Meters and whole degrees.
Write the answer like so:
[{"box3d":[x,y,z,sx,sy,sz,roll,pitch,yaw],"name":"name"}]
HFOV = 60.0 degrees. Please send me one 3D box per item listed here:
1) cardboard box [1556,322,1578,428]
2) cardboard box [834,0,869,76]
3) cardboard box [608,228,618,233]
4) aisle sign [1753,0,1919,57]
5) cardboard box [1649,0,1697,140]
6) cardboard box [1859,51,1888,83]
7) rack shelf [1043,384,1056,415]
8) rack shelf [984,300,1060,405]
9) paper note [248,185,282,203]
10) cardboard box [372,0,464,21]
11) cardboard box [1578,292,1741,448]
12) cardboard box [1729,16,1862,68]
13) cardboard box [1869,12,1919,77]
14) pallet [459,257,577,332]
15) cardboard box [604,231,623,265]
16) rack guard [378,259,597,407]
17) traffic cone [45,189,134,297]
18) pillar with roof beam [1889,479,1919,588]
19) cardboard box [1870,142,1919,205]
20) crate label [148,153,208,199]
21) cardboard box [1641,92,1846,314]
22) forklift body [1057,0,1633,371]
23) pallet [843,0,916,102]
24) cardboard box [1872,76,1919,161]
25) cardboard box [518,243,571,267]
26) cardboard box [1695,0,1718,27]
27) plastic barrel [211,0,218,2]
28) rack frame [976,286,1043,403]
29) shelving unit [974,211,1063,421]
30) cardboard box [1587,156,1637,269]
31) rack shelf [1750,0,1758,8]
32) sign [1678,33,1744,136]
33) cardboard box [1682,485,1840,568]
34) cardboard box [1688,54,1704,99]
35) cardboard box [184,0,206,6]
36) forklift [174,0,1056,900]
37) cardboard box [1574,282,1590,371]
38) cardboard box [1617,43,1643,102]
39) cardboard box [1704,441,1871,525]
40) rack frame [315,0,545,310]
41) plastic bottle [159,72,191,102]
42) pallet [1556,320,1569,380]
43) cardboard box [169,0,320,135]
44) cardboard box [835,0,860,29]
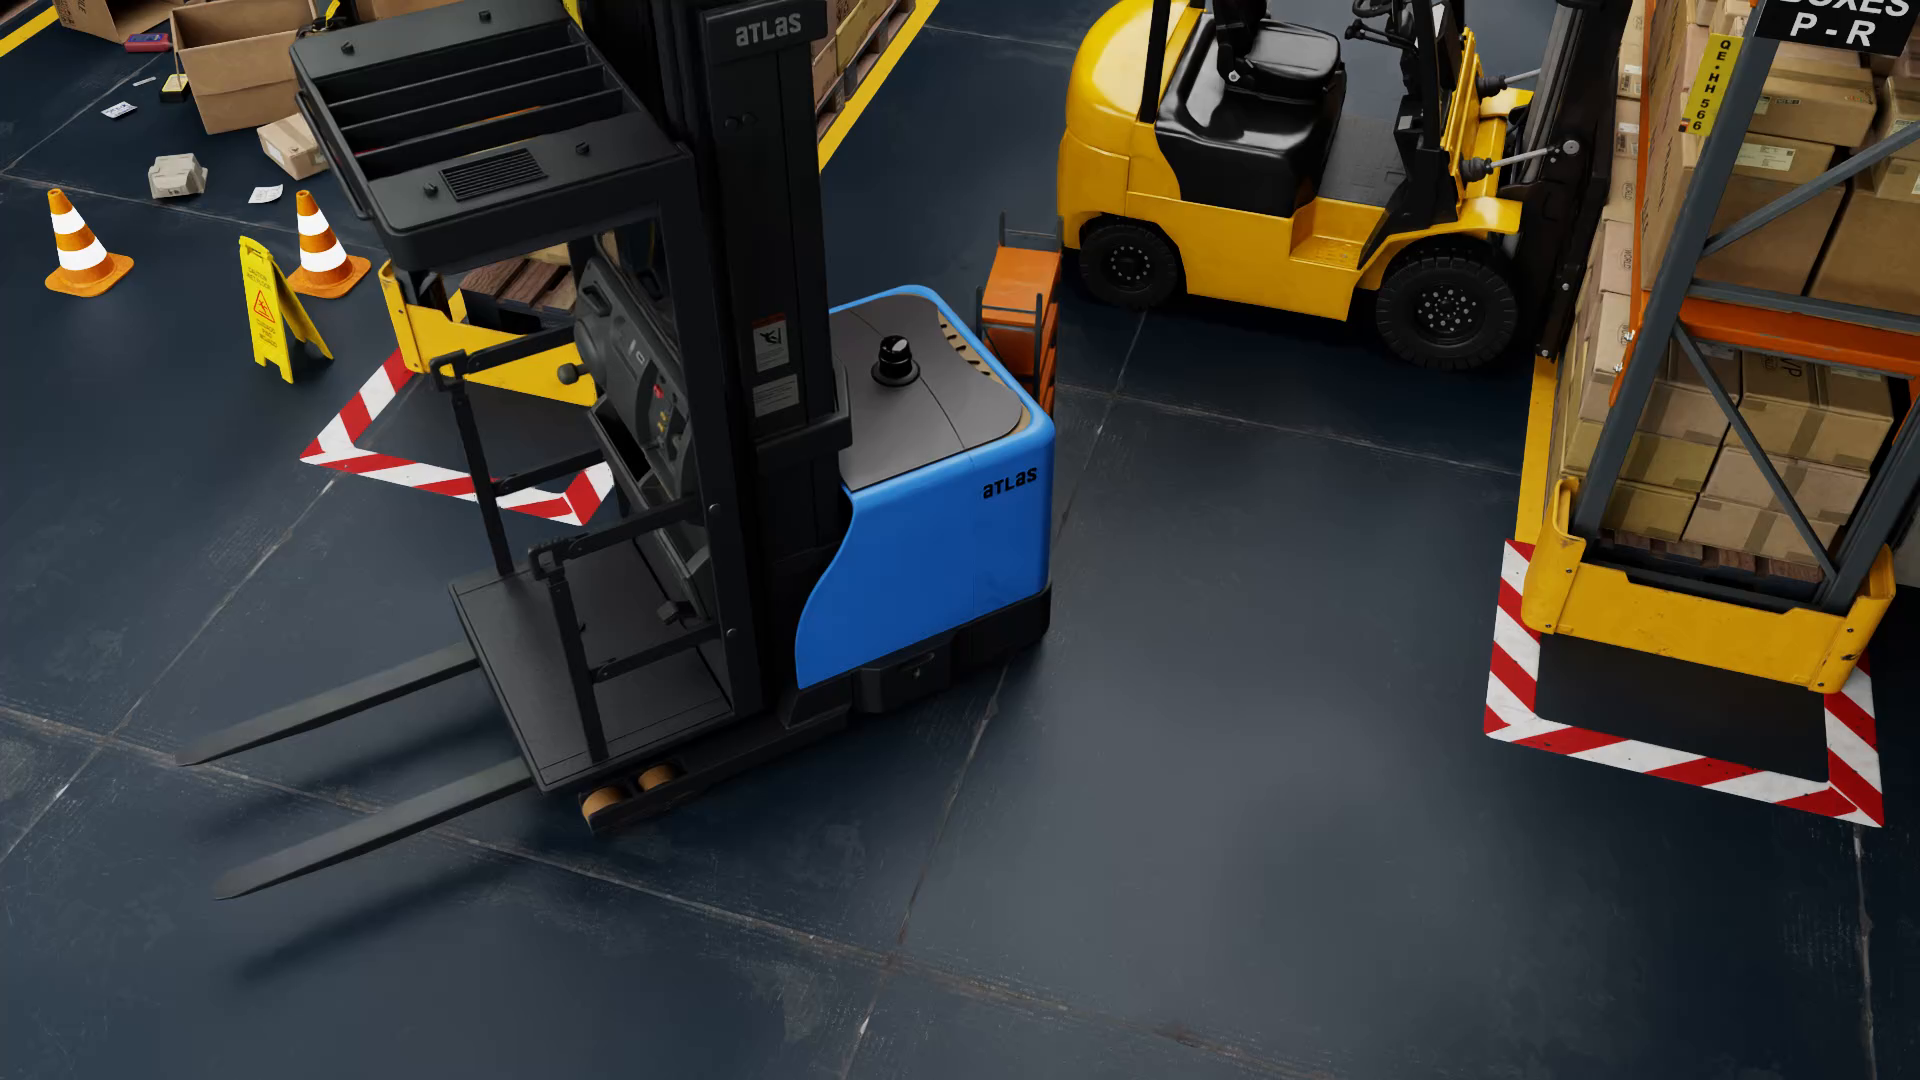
[{"box3d":[2.775,-0.621,6.905,0.500,0.250,0.500,13,46,12],"name":"cardboard box"},{"box3d":[-0.821,-2.818,9.151,0.500,0.250,0.500,11,46,11],"name":"cardboard box"},{"box3d":[-1.443,-1.723,7.496,0.500,0.500,0.500,11,45,11],"name":"cardboard box"},{"box3d":[2.474,-1.691,4.475,0.394,0.787,0.004,13,46,13],"name":"aisle sign"},{"box3d":[2.993,-1.849,6.423,0.500,0.500,0.500,12,46,12],"name":"cardboard box"},{"box3d":[3.221,-1.528,5.632,0.380,0.149,0.250,12,46,12],"name":"cardboard box"},{"box3d":[0.223,-0.440,6.722,0.258,0.148,0.480,8,45,8],"name":"rack shelf"},{"box3d":[0.223,-0.742,6.426,0.258,0.148,0.480,8,45,8],"name":"rack shelf"},{"box3d":[-3.569,-1.783,8.550,0.148,0.019,0.142,-2,44,-2],"name":"paper note"},{"box3d":[-2.056,-2.355,6.727,0.500,0.500,0.500,12,46,12],"name":"cardboard box"},{"box3d":[2.616,-0.641,6.212,0.500,0.250,0.500,14,46,14],"name":"cardboard box"},{"box3d":[2.726,-1.572,5.464,0.380,0.149,0.250,13,46,13],"name":"cardboard box"},{"box3d":[3.257,-1.642,5.536,0.380,0.149,0.250,13,46,13],"name":"cardboard box"},{"box3d":[-1.655,-1.381,8.010,1.003,0.211,1.213,13,46,13],"name":"pallet"},{"box3d":[-1.450,-1.439,7.742,0.500,0.250,0.500,12,46,12],"name":"cardboard box"},{"box3d":[-1.935,-0.950,7.363,1.175,0.500,0.348,13,46,13],"name":"rack guard"},{"box3d":[-4.218,-1.454,7.905,0.336,0.463,0.334,13,46,13],"name":"traffic cone"},{"box3d":[-0.259,-4.073,4.478,9.100,9.000,0.400,13,46,13],"name":"pillar with roof beam"},{"box3d":[3.124,-1.182,5.278,0.380,0.149,0.250,11,46,11],"name":"cardboard box"},{"box3d":[-4.039,-1.875,8.568,0.250,0.136,0.298,-9,45,-9],"name":"crate label"},{"box3d":[2.673,-1.163,5.722,0.500,0.500,0.500,12,46,12],"name":"cardboard box"},{"box3d":[1.609,-2.091,7.349,2.313,2.155,1.214,13,46,13],"name":"forklift body"},{"box3d":[-0.916,-3.007,9.672,1.003,0.211,1.213,13,46,13],"name":"pallet"},{"box3d":[3.079,-1.296,5.182,0.380,0.149,0.250,12,46,12],"name":"cardboard box"},{"box3d":[-1.962,-1.572,7.877,0.500,0.250,0.500,12,46,12],"name":"cardboard box"},{"box3d":[2.920,-1.989,6.103,0.380,0.149,0.250,11,45,11],"name":"cardboard box"},{"box3d":[-4.376,-3.438,9.961,0.421,0.421,0.512,-24,49,-22],"name":"plastic barrel"},{"box3d":[0.176,-0.462,6.364,0.240,1.200,0.015,8,45,8],"name":"rack frame"},{"box3d":[0.223,-0.630,6.536,0.258,1.200,0.503,8,45,8],"name":"shelving unit"},{"box3d":[2.908,-1.321,6.907,0.500,0.250,0.500,13,46,13],"name":"cardboard box"},{"box3d":[3.379,-2.892,5.930,1.077,0.370,4.000,13,46,13],"name":"rack shelf"},{"box3d":[2.261,-1.366,5.004,0.100,0.325,0.005,13,46,13],"name":"sign"},{"box3d":[3.109,-0.197,6.472,0.500,0.250,0.500,13,46,13],"name":"cardboard box"},{"box3d":[2.661,-1.478,5.581,0.380,0.149,0.250,13,46,13],"name":"cardboard box"},{"box3d":[-4.260,-2.927,9.551,0.396,0.266,0.258,20,48,19],"name":"cardboard box"},{"box3d":[-1.200,-0.464,5.128,3.031,2.935,1.130,-21,48,-20],"name":"forklift"},{"box3d":[2.785,-0.812,6.744,0.500,0.250,0.500,12,46,12],"name":"cardboard box"},{"box3d":[3.235,-2.006,7.606,0.500,0.250,0.500,14,46,14],"name":"cardboard box"},{"box3d":[3.114,-0.359,6.281,0.500,0.250,0.500,13,46,13],"name":"cardboard box"},{"box3d":[-1.958,-1.793,6.437,1.000,3.000,0.127,13,46,13],"name":"rack frame"},{"box3d":[-4.377,-2.552,9.314,0.133,0.061,0.283,-2,44,-2],"name":"plastic bottle"},{"box3d":[3.337,-1.076,7.699,1.003,0.211,1.213,13,46,13],"name":"pallet"},{"box3d":[-3.839,-2.607,9.055,0.797,0.503,0.637,-16,47,-16],"name":"cardboard box"},{"box3d":[-0.822,-3.104,8.906,0.500,0.500,0.500,13,46,13],"name":"cardboard box"}]
